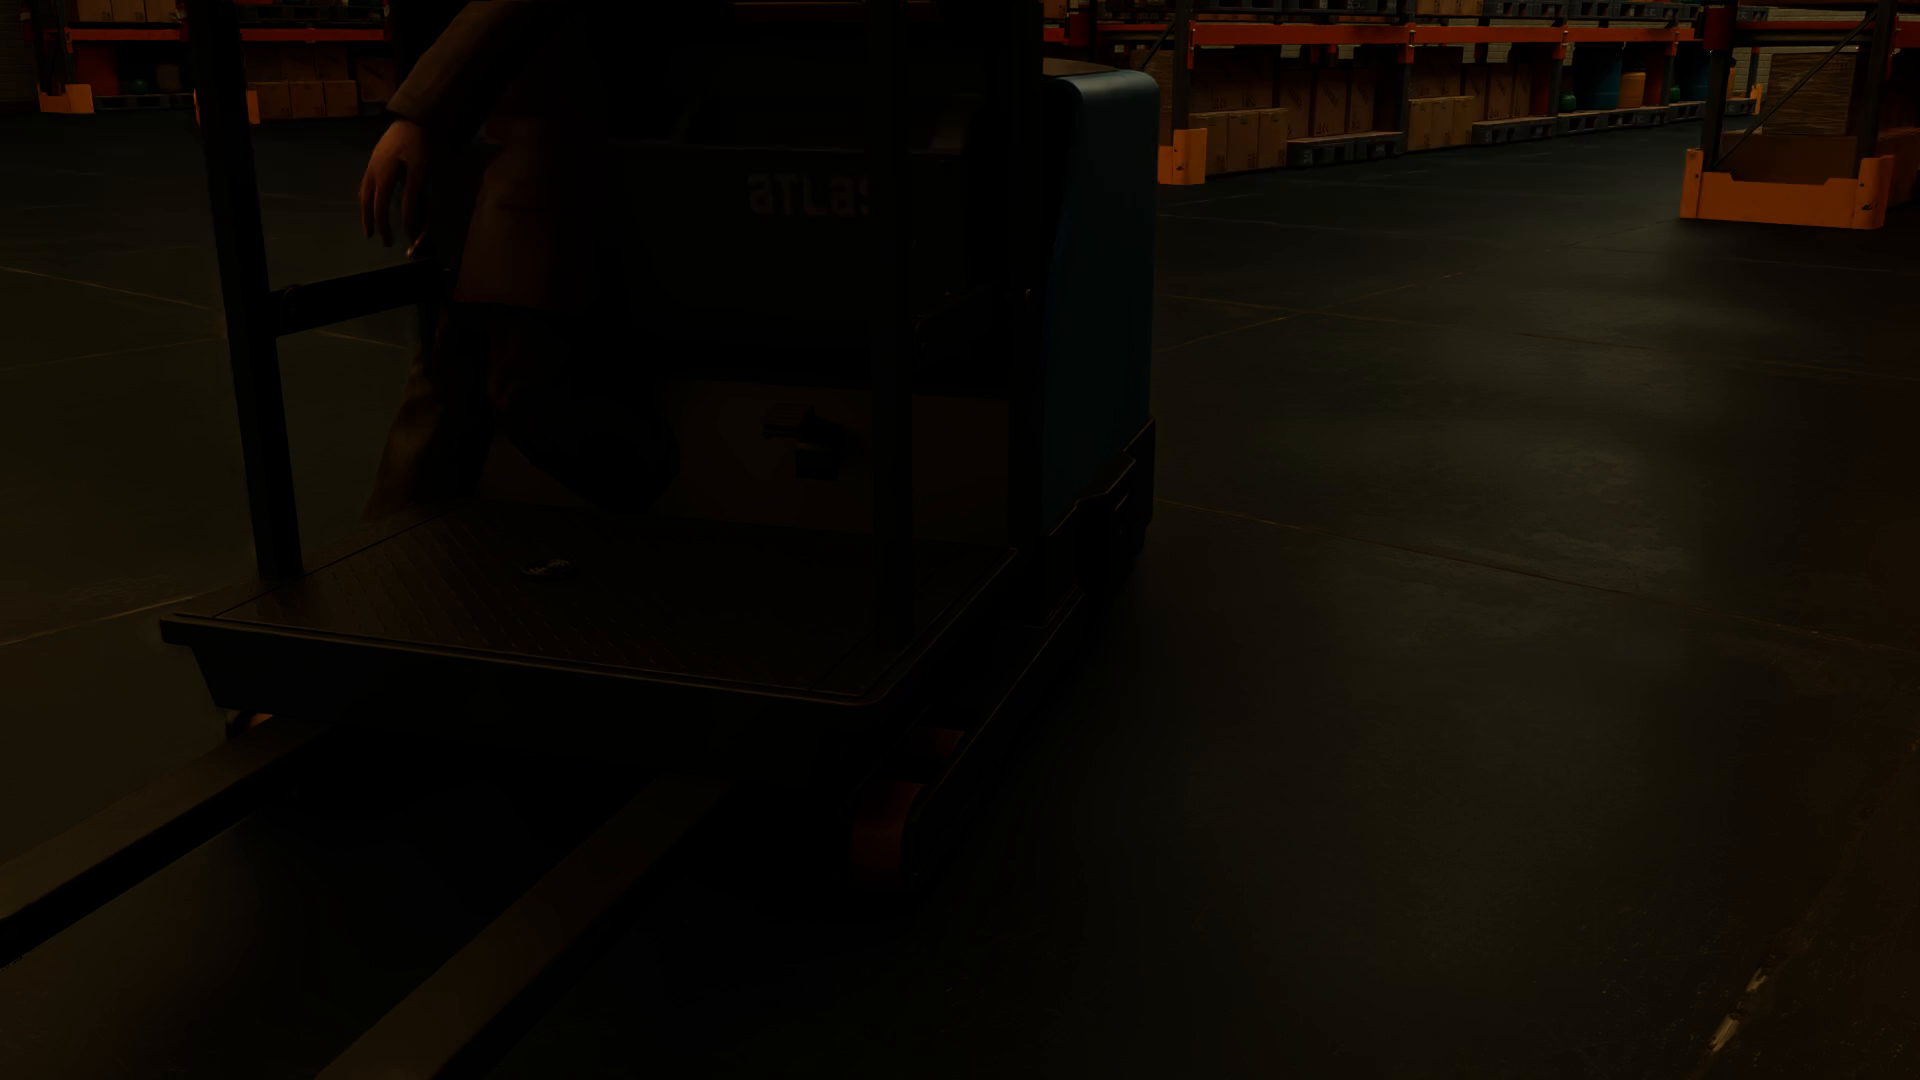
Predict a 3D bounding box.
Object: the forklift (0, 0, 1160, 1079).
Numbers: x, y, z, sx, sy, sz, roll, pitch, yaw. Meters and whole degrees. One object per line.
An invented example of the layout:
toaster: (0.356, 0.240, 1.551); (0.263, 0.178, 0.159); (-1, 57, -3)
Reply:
forklift: (-0.481, -1.035, 2.306); (1.130, 2.935, 3.031); (5, 18, 17)

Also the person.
person: (-0.791, -0.625, 2.793); (0.969, 1.721, 0.750); (-8, 19, -25)
